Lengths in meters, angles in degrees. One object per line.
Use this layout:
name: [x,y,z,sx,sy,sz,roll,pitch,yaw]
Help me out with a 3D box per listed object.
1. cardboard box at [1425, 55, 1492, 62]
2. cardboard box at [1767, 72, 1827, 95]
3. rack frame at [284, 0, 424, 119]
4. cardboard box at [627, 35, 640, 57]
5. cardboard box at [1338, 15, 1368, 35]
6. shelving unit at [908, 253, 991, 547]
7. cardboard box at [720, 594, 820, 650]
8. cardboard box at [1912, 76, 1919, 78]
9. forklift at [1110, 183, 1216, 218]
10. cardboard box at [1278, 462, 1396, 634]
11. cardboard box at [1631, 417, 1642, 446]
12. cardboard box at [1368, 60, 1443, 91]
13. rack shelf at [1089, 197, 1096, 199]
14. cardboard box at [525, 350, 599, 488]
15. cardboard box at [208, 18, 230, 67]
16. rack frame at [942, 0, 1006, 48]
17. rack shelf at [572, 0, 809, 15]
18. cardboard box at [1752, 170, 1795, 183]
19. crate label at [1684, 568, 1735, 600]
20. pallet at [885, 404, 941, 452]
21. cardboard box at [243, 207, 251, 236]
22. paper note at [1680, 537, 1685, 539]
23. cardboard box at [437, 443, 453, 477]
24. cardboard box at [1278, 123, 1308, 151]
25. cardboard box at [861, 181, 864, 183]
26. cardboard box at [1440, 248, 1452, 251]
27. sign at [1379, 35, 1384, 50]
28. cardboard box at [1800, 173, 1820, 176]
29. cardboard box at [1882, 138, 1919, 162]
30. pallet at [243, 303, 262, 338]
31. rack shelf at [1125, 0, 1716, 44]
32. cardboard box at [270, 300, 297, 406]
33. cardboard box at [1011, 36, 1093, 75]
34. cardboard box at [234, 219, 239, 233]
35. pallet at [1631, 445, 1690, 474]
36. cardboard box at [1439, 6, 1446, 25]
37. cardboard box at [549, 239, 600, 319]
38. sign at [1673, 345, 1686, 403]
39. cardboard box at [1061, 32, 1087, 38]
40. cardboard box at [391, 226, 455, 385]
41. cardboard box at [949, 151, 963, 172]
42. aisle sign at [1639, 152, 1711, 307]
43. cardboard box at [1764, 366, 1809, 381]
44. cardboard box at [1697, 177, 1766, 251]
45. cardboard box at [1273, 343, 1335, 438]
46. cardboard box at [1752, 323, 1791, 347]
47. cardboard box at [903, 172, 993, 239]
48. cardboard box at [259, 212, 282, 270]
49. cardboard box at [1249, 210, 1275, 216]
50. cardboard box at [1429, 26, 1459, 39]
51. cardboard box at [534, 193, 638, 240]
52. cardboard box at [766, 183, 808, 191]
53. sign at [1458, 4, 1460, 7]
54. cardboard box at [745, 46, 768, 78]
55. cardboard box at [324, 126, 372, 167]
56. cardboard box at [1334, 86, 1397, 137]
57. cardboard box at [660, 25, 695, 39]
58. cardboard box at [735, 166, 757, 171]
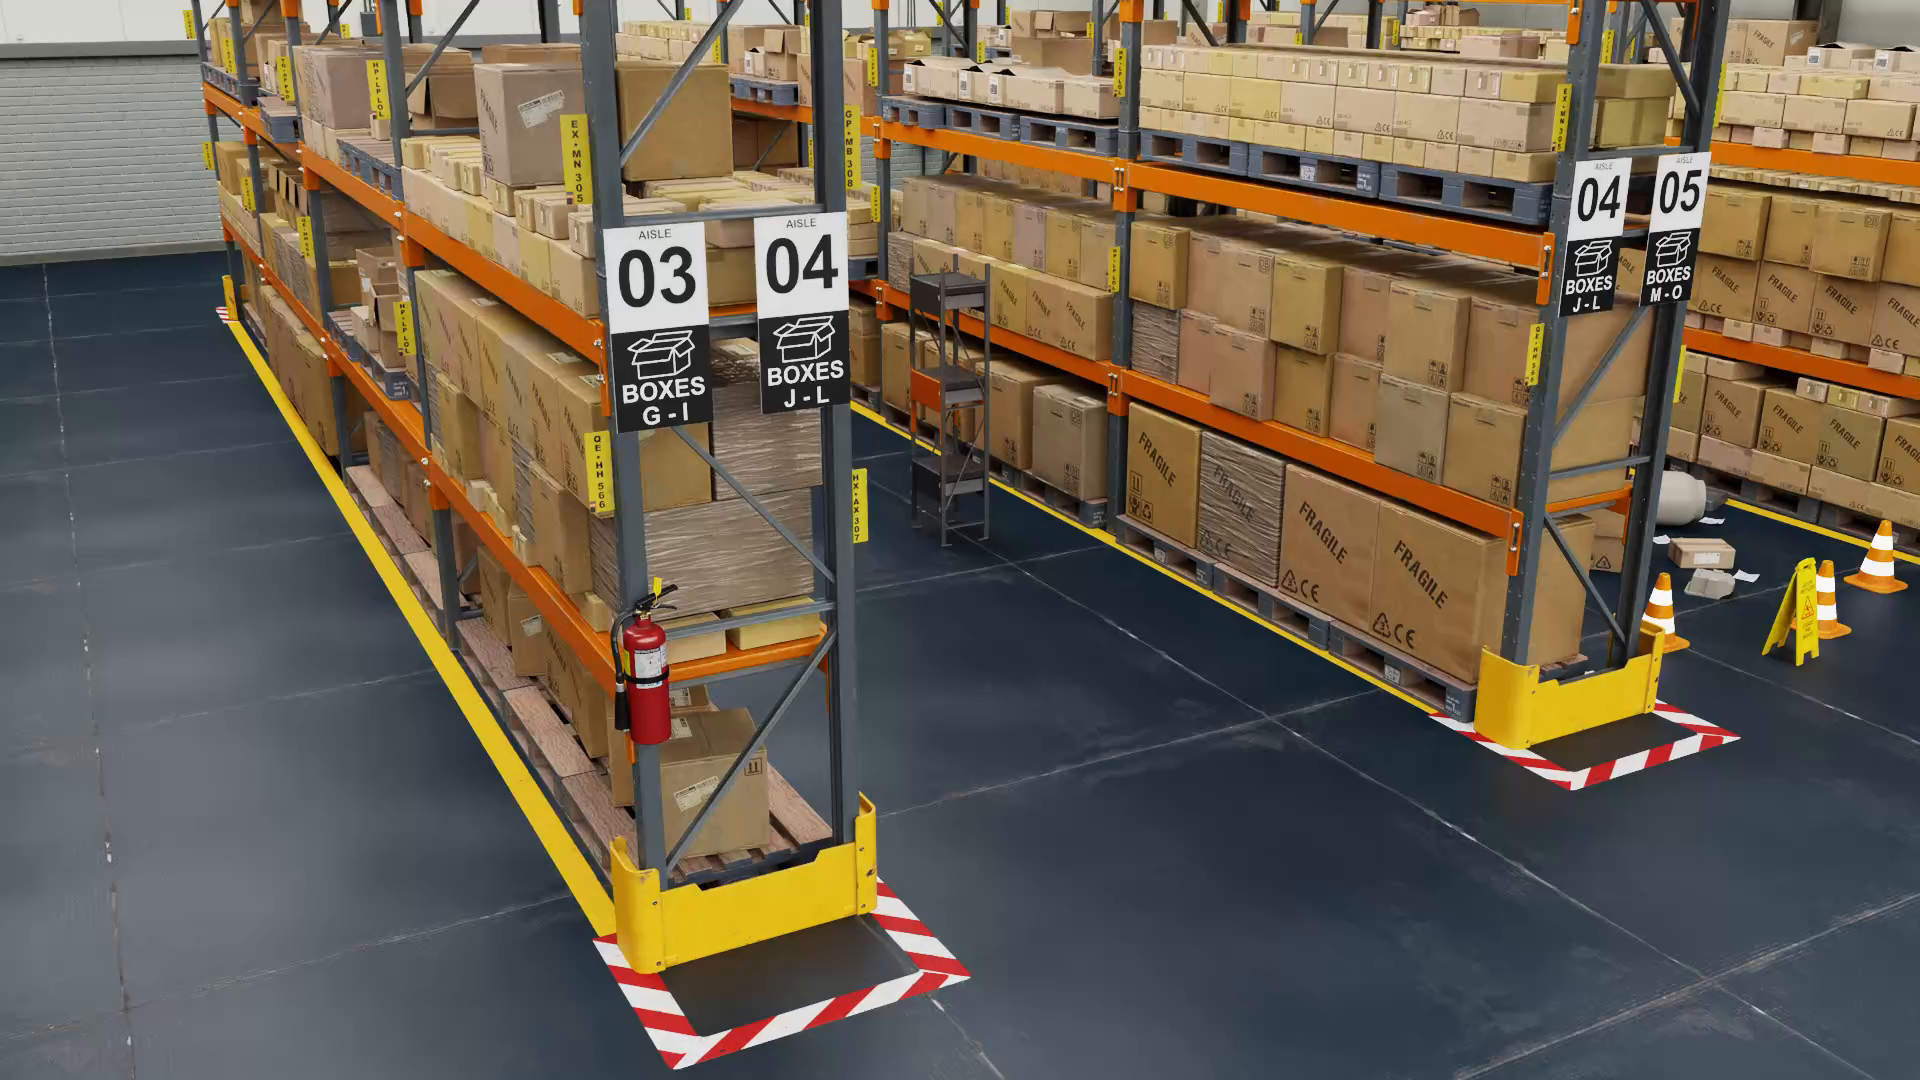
cardboard box: [3.011,-2.822,9.978,0.380,0.149,0.250,-10,22,-27]
cardboard box: [6.430,-3.504,12.751,0.380,0.149,0.250,-10,22,-27]
rack frame: [-4.720,-4.783,12.697,1.000,3.000,0.127,-10,21,-27]
cardboard box: [-3.877,-6.250,21.012,0.500,0.250,0.500,-10,22,-27]
cardboard box: [5.769,-7.376,23.818,0.500,0.250,0.500,-10,22,-28]
shelving unit: [-0.079,-1.040,12.427,0.431,2.100,0.503,-10,21,-27]
cardboard box: [-0.846,0.349,7.405,0.380,0.149,0.250,-10,21,-27]
cardboard box: [7.306,-3.374,12.375,0.380,0.149,0.250,-9,21,-25]
forklift: [2.221,-2.824,16.322,1.130,2.935,3.031,-12,22,-31]
cardboard box: [2.692,-0.021,10.706,0.875,0.875,0.875,-10,22,-28]
cardboard box: [5.944,-1.021,14.564,0.500,0.250,0.500,-11,22,-29]
cardboard box: [2.553,-2.647,9.472,0.380,0.149,0.250,-10,21,-26]
rack shelf: [3.052,-3.716,19.905,1.077,0.370,4.000,-10,21,-27]
cardboard box: [-1.642,-0.573,7.552,0.500,0.500,0.500,-10,21,-27]
cardboard box: [-8.063,-5.634,18.810,0.700,0.500,0.500,-11,22,-29]
rack frame: [0.203,-8.615,23.801,1.000,3.000,0.127,-10,21,-27]
rack shelf: [-1.870,-2.719,7.824,1.077,0.370,4.000,-10,21,-27]
cardboard box: [9.091,-4.040,18.594,0.380,0.149,0.250,-10,21,-27]
crate label: [5.218,0.297,11.559,0.298,0.136,0.250,11,22,30]
pallet: [0.001,-1.130,15.583,1.003,0.211,1.213,-10,21,-27]
cardboard box: [-7.308,-3.399,17.658,0.500,0.250,0.500,-9,21,-25]
paper note: [5.515,0.000,12.617,0.032,0.001,0.123,-10,21,-27]
cardboard box: [-2.876,-0.498,9.861,0.380,0.149,0.250,-10,21,-27]
cardboard box: [2.189,-2.489,10.236,0.380,0.149,0.250,-10,21,-26]
cardboard box: [-1.225,-3.736,17.690,0.380,0.149,0.250,-11,22,-29]
cardboard box: [4.907,-2.905,16.194,0.380,0.149,0.250,-11,22,-29]
sign: [4.480,-5.228,17.792,0.100,0.325,0.005,-10,21,-27]
cardboard box: [9.607,-4.037,18.584,0.380,0.149,0.250,-10,21,-26]
cardboard box: [6.920,-2.839,12.047,0.380,0.149,0.250,-10,21,-27]
pallet: [-8.070,-2.708,20.156,1.003,0.211,1.213,-10,21,-27]
rack shelf: [2.543,-3.271,10.031,1.077,0.370,4.000,-10,21,-27]
cardboard box: [-5.873,-1.853,16.015,1.225,0.875,0.875,-11,22,-29]
cardboard box: [0.765,-3.942,13.907,0.500,0.500,0.500,-10,21,-27]
cardboard box: [-7.909,-3.531,18.650,0.380,0.149,0.250,-11,22,-28]
pallet: [6.251,-0.828,14.709,1.003,0.211,1.213,-10,21,-27]
cardboard box: [6.675,-7.205,22.810,0.396,0.266,0.258,-10,22,-27]
cardboard box: [-1.373,-1.097,6.843,0.500,0.250,0.500,-9,21,-25]
sign: [3.984,-0.921,9.253,0.100,0.325,0.005,-10,21,-27]
cardboard box: [1.517,-6.364,21.287,0.396,0.266,0.258,-9,21,-25]
cardboard box: [-3.074,-1.531,10.906,1.000,1.000,1.000,-10,21,-26]
cardboard box: [0.178,-5.644,24.235,0.500,0.500,0.500,-10,21,-27]
aisle sign: [3.790,-1.645,8.814,0.394,0.787,0.004,-10,21,-27]
cardboard box: [6.905,-1.167,13.836,0.500,0.500,0.500,-9,21,-24]
cardboard box: [6.143,-2.685,13.670,0.700,0.500,0.500,-10,21,-26]
cardboard box: [2.552,-1.041,10.819,0.875,0.550,0.500,-10,21,-27]
cardboard box: [6.512,-1.638,13.166,0.380,0.149,0.250,-10,21,-27]
cardboard box: [-0.102,-3.076,15.261,0.700,0.500,0.500,-10,21,-27]
cardboard box: [-6.621,-2.972,16.492,0.500,0.500,0.500,-10,21,-26]
cardboard box: [3.548,-3.747,18.356,0.500,0.250,0.500,-10,21,-27]
cardboard box: [6.497,-6.787,22.236,0.380,0.149,0.250,-10,22,-28]
cardboard box: [-1.574,-1.372,7.029,0.380,0.149,0.250,-11,22,-29]
cardboard box: [-1.809,-3.640,17.412,0.380,0.149,0.250,-9,21,-25]
sign: [6.956,-7.336,23.297,0.100,0.325,0.005,-10,21,-27]
cardboard box: [-1.973,-5.124,17.776,0.500,0.311,0.500,-10,22,-27]
cardboard box: [-4.224,-2.826,11.855,0.500,0.250,0.500,-9,21,-26]
cardboard box: [2.540,-2.509,9.681,0.500,0.250,0.500,-10,21,-27]
cardboard box: [-3.370,-6.091,19.938,0.380,0.149,0.250,-10,22,-28]
cardboard box: [-2.684,-4.118,19.357,0.500,0.500,0.500,-10,21,-27]
